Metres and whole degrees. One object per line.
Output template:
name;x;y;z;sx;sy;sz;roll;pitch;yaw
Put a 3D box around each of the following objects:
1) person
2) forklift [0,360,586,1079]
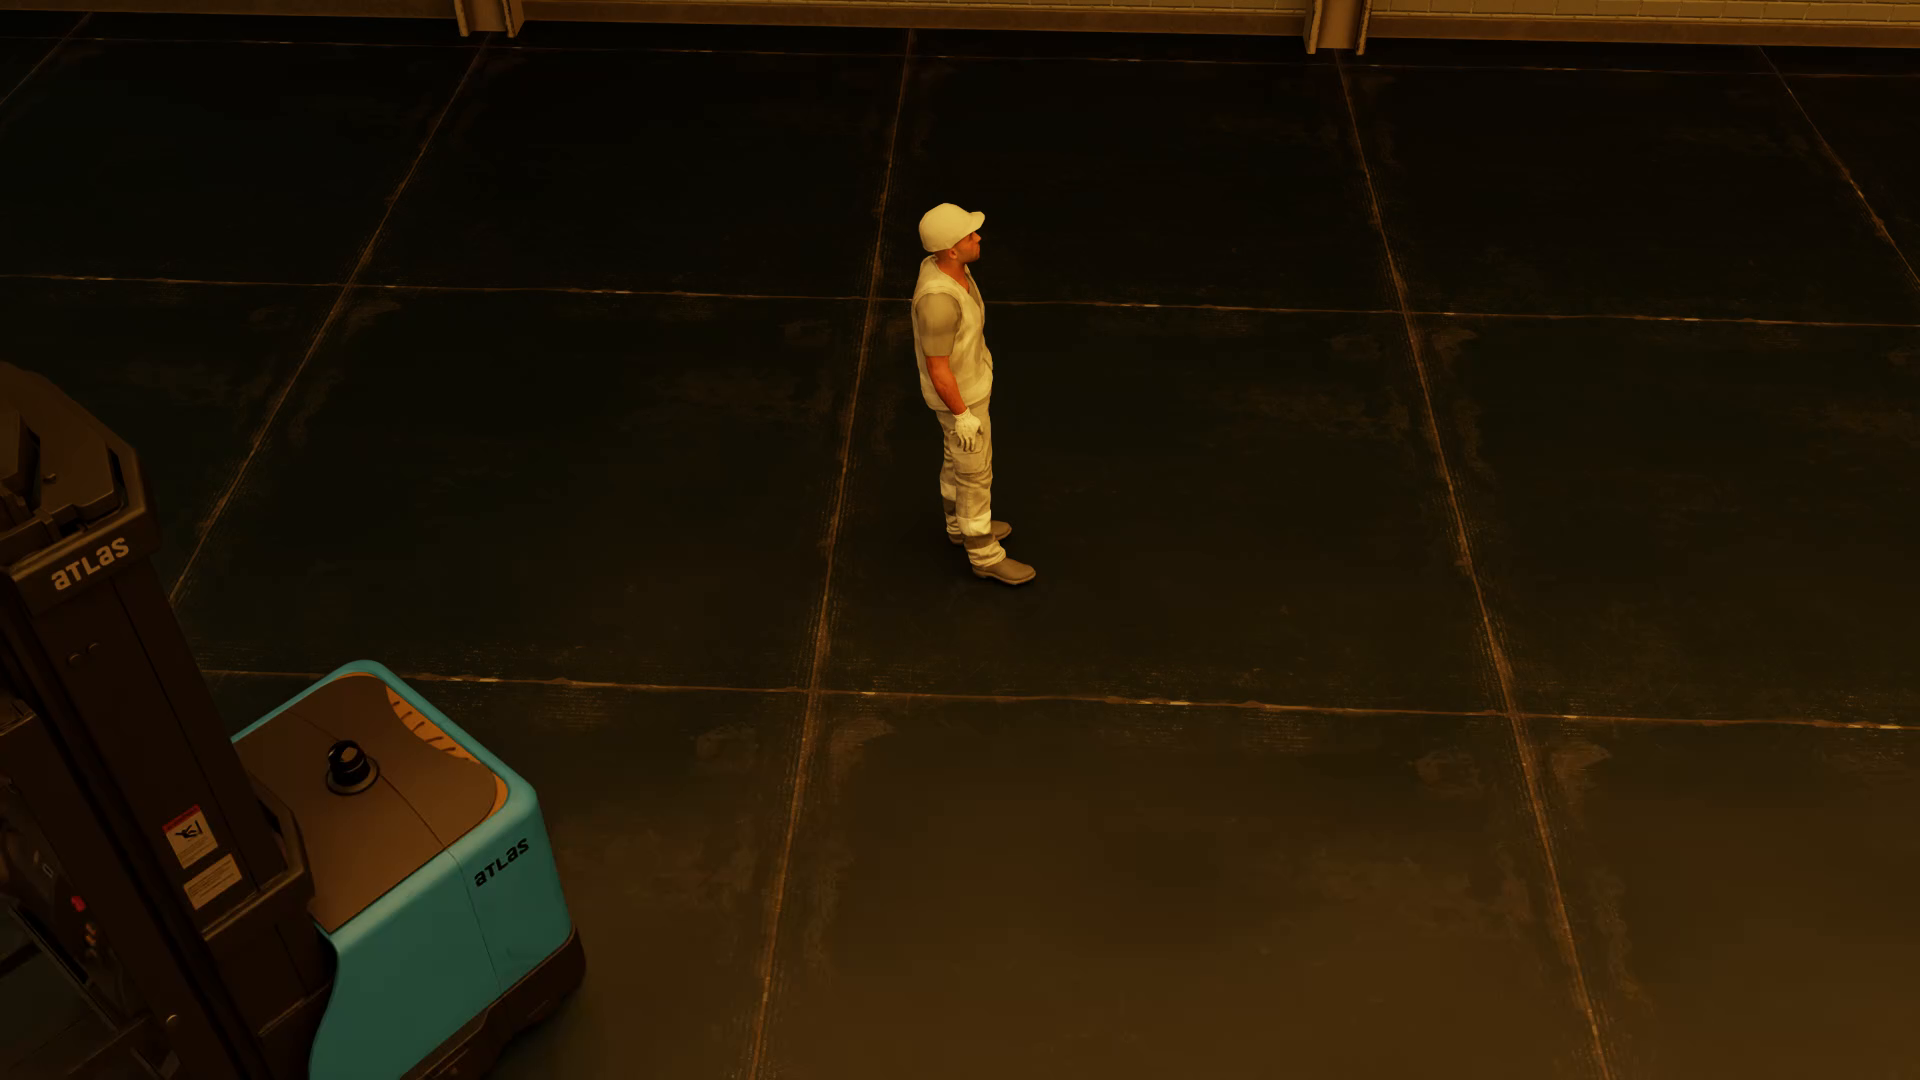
person;0.080;-0.656;7.298;0.562;1.789;0.638;2;42;2
forklift;-2.715;1.073;4.567;1.130;2.935;3.031;30;50;29
